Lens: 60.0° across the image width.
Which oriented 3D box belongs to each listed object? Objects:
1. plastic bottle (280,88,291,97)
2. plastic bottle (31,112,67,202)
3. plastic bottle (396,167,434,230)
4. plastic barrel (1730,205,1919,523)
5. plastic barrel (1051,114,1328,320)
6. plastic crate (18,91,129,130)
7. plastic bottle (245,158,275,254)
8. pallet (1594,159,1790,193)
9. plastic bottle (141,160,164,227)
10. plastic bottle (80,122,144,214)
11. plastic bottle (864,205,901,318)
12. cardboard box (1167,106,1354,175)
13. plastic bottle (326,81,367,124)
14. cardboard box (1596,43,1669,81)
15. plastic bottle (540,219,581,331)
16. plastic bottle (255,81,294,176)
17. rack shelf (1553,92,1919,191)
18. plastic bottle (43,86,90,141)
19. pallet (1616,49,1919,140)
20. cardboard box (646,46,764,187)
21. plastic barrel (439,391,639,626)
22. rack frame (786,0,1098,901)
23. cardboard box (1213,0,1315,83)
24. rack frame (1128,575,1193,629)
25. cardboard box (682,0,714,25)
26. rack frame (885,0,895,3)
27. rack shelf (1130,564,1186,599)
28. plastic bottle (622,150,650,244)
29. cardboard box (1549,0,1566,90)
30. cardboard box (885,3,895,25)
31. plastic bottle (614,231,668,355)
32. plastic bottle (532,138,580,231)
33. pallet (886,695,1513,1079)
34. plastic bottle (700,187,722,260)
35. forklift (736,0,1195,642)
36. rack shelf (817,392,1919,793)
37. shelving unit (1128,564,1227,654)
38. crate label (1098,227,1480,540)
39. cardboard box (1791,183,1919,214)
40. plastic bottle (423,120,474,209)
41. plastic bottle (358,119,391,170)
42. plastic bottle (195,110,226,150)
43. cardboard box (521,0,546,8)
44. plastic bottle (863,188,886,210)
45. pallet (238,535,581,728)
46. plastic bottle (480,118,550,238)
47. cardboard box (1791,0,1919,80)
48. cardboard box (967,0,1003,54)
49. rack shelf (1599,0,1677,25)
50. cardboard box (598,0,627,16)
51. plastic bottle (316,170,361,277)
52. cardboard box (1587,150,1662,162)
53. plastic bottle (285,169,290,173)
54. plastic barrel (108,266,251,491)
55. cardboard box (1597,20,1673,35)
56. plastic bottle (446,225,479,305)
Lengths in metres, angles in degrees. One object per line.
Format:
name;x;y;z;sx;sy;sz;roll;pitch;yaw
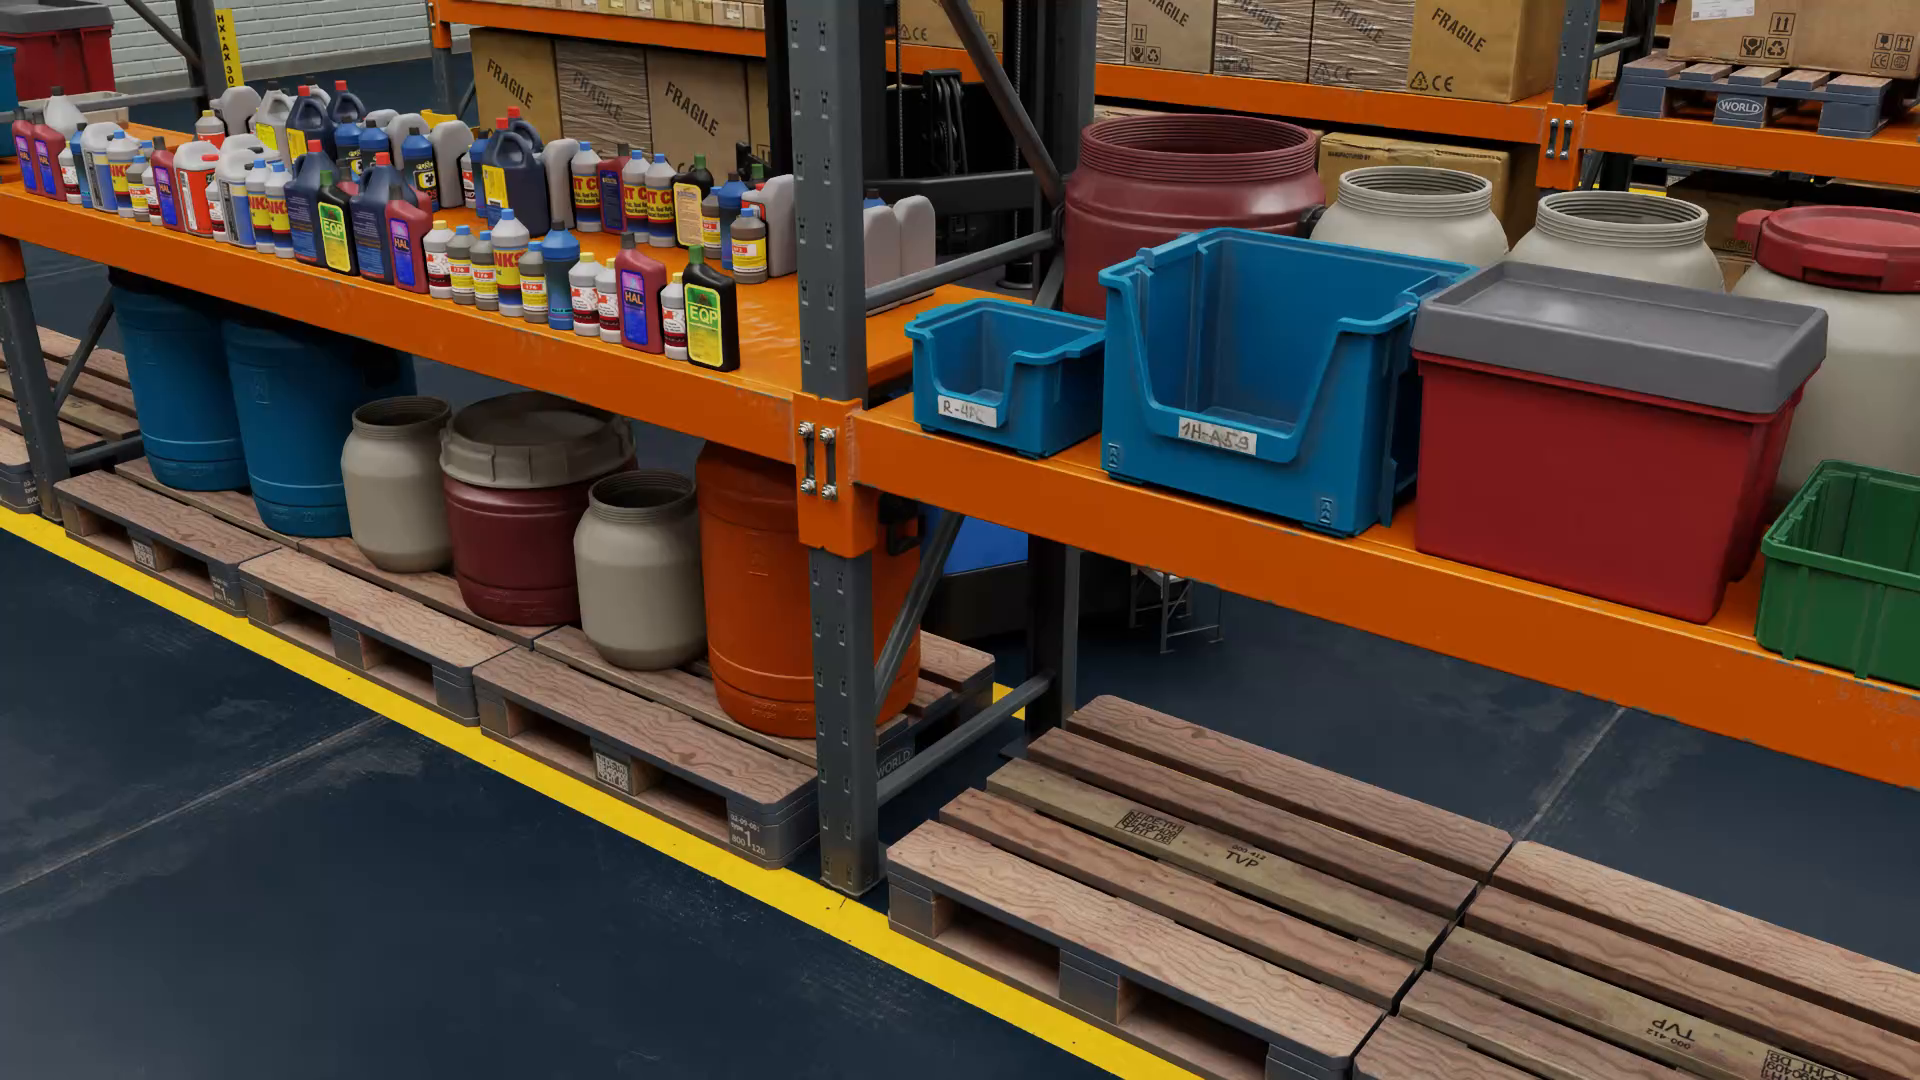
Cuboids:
plastic bottle;-2.487;-1.521;6.127;0.133;0.283;0.061;17;29;33
plastic bottle;-3.064;-1.295;5.613;0.133;0.283;0.061;17;29;33
plastic bottle;-1.563;-0.914;4.749;0.133;0.283;0.061;17;29;33
plastic barrel;1.626;-0.319;3.084;0.433;0.535;0.433;0;24;0
plastic barrel;0.545;-0.687;3.921;0.708;0.536;0.600;17;29;33
plastic crate;-3.495;-1.672;6.578;0.243;0.136;0.396;17;29;33
plastic bottle;-2.064;-0.996;4.950;0.097;0.271;0.097;0;24;0
pallet;5.394;-2.727;12.177;1.213;0.211;1.003;17;29;33
plastic bottle;-2.542;-1.109;5.292;0.097;0.201;0.097;0;24;0
plastic bottle;-2.774;-1.227;5.468;0.135;0.276;0.152;17;29;33
plastic bottle;-0.251;-0.743;4.369;0.135;0.276;0.152;17;29;33
cardboard box;1.714;-1.849;8.841;0.875;0.875;1.225;17;29;33
plastic bottle;-2.129;-1.423;5.820;0.185;0.351;0.144;17;29;33
cardboard box;4.903;-3.404;11.905;0.500;0.250;0.500;17;29;34
plastic bottle;-1.009;-0.677;4.227;0.097;0.271;0.097;0;24;0
plastic bottle;-2.363;-1.421;5.816;0.185;0.351;0.144;17;29;33
rack shelf;4.563;-1.425;6.655;4.000;0.370;1.077;17;29;33
plastic bottle;-3.089;-1.385;5.734;0.185;0.351;0.144;17;29;33
pallet;3.597;-2.012;7.334;1.003;0.211;1.213;17;29;33
cardboard box;-1.438;-2.828;11.062;0.875;0.875;0.875;17;29;33
plastic barrel;-1.313;-0.114;5.258;0.708;0.588;0.600;17;29;33
rack frame;-0.008;-0.639;3.981;0.127;3.000;1.000;17;29;33
cardboard box;1.606;-2.570;8.238;0.500;0.500;0.500;16;28;32
rack frame;0.676;-0.135;5.441;0.240;0.900;0.006;-10;26;-22
cardboard box;-1.502;-3.307;10.346;0.250;0.149;0.380;17;29;34
rack frame;-0.238;-3.205;9.803;0.127;3.000;1.000;17;29;33
rack shelf;0.717;0.097;5.442;0.258;0.077;0.200;-10;26;-22
plastic bottle;-0.976;-1.050;5.072;0.097;0.271;0.097;0;24;0
cardboard box;2.737;-2.489;8.054;0.500;0.500;0.500;18;29;35
cardboard box;-0.275;-3.269;10.260;0.250;0.149;0.380;17;29;33
plastic bottle;-0.772;-0.602;4.041;0.133;0.283;0.061;17;29;33
plastic bottle;-1.270;-1.127;5.241;0.135;0.276;0.152;17;29;33
pallet;0.589;0.836;4.090;1.213;0.211;1.003;17;29;33
plastic bottle;-0.713;-0.938;4.906;0.097;0.201;0.097;0;24;0
forklift;-0.255;-1.572;6.182;1.130;2.935;3.031;-10;26;-22
rack shelf;1.593;0.173;3.028;4.000;0.370;1.077;17;29;33
shelving unit;0.717;-0.098;5.356;0.258;0.900;0.210;-10;26;-22
crate label;0.625;-0.328;3.231;0.616;0.435;0.502;17;29;33
cardboard box;3.947;-1.361;7.243;0.500;0.250;0.500;21;31;39
plastic bottle;-1.710;-1.260;5.543;0.135;0.276;0.152;17;29;33
plastic bottle;-1.956;-1.269;5.570;0.097;0.271;0.097;0;24;0
plastic bottle;-2.759;-1.480;6.135;0.097;0.201;0.097;0;24;0
cardboard box;-2.732;-3.679;11.190;0.250;0.149;0.380;16;29;33
plastic bottle;-0.236;-0.826;4.565;0.097;0.271;0.097;0;24;0
pallet;-1.636;0.164;5.615;1.213;0.211;1.003;17;29;33
plastic bottle;-1.379;-1.119;5.132;0.185;0.351;0.144;17;29;33
cardboard box;3.926;-2.255;7.003;0.700;0.500;0.500;-22;32;-40
cardboard box;0.383;-2.937;9.072;0.500;0.500;0.500;17;29;33
rack shelf;4.418;-3.968;12.427;4.000;0.370;1.077;17;29;33
cardboard box;-2.121;-3.493;10.770;0.250;0.149;0.380;16;28;32
plastic bottle;-1.757;-0.900;4.716;0.133;0.283;0.061;17;29;33
cardboard box;4.922;-3.063;12.061;0.500;0.500;0.500;18;30;35
plastic bottle;-2.080;-1.046;5.150;0.097;0.201;0.097;0;24;0
plastic barrel;-2.783;-0.702;6.204;0.708;0.901;0.600;17;29;33
cardboard box;6.977;-5.282;16.632;0.875;0.875;0.875;18;29;35
plastic bottle;-1.321;-0.740;4.455;0.097;0.201;0.097;0;24;0
